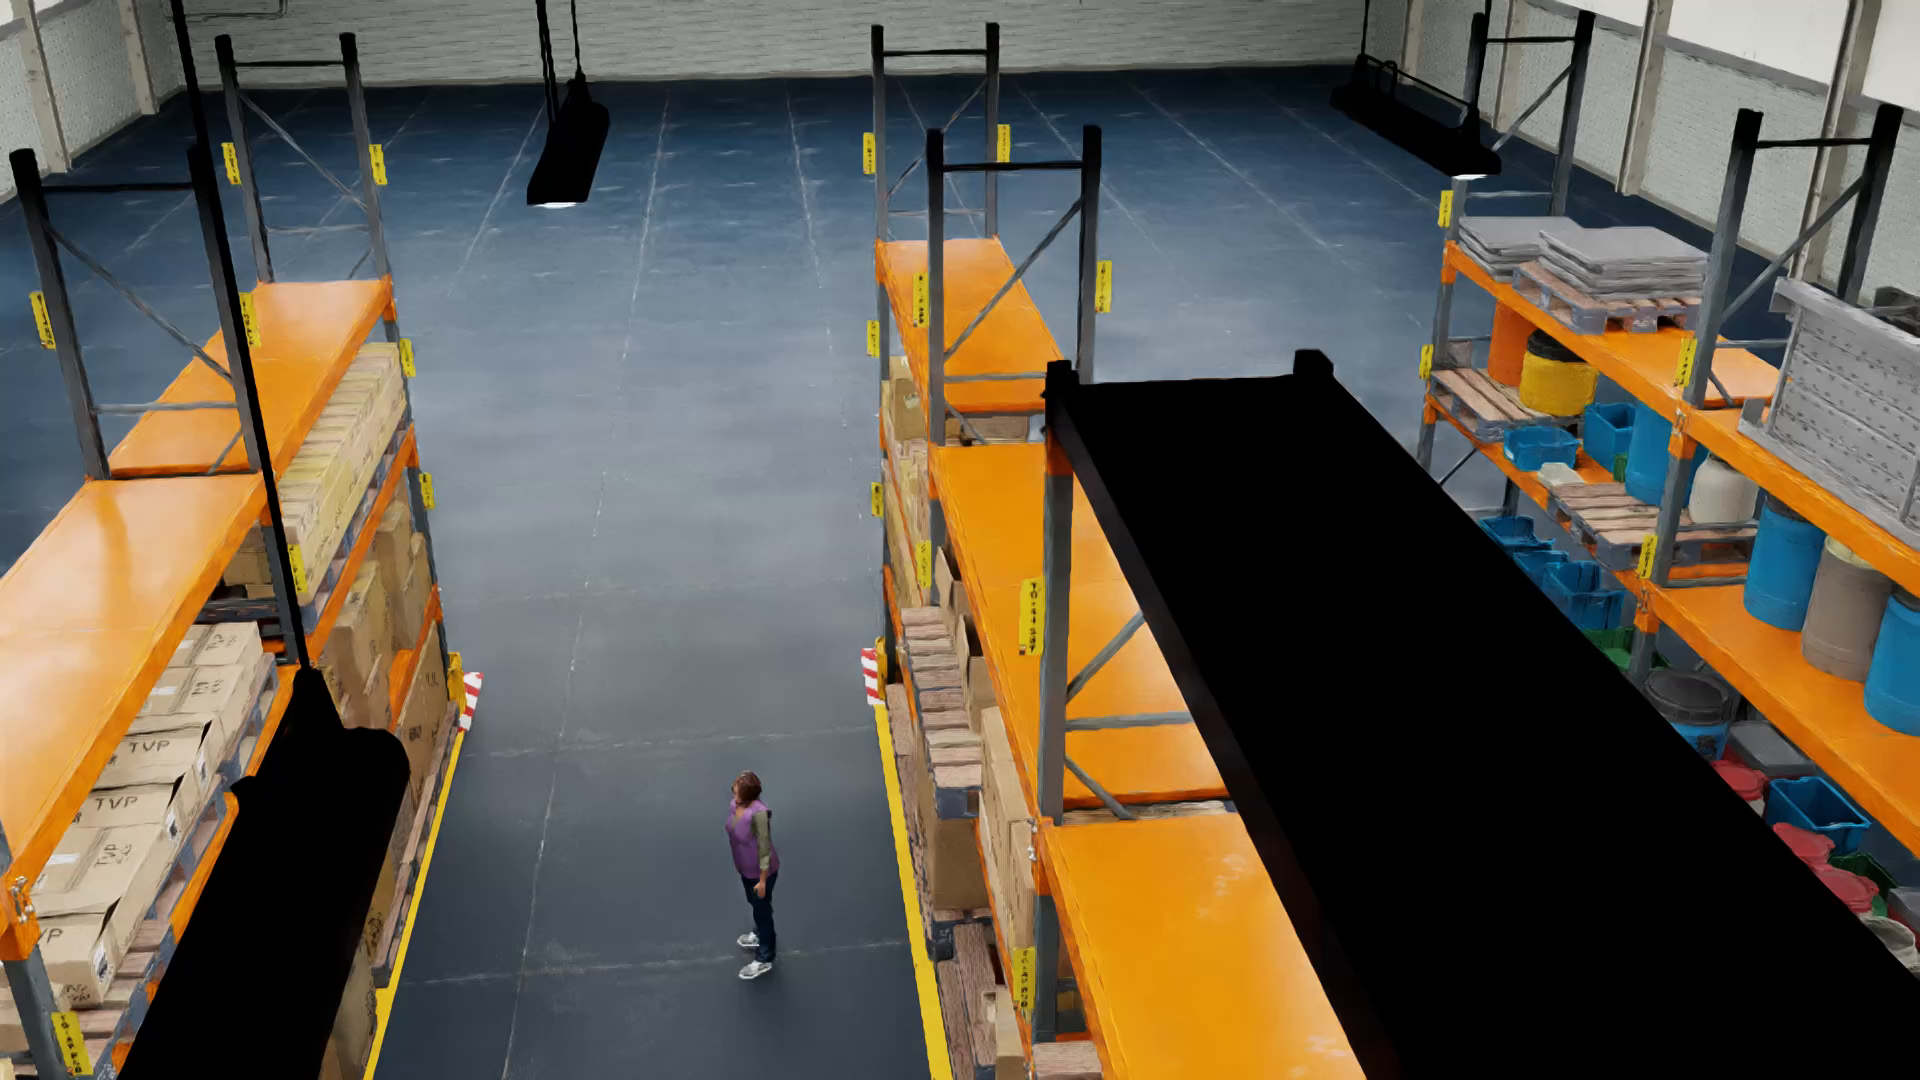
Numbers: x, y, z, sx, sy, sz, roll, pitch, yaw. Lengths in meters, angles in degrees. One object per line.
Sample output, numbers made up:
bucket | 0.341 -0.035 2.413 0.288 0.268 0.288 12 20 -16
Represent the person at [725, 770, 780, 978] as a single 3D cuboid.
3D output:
person | -1.485 2.326 11.740 0.419 1.603 0.504 -16 30 -30
